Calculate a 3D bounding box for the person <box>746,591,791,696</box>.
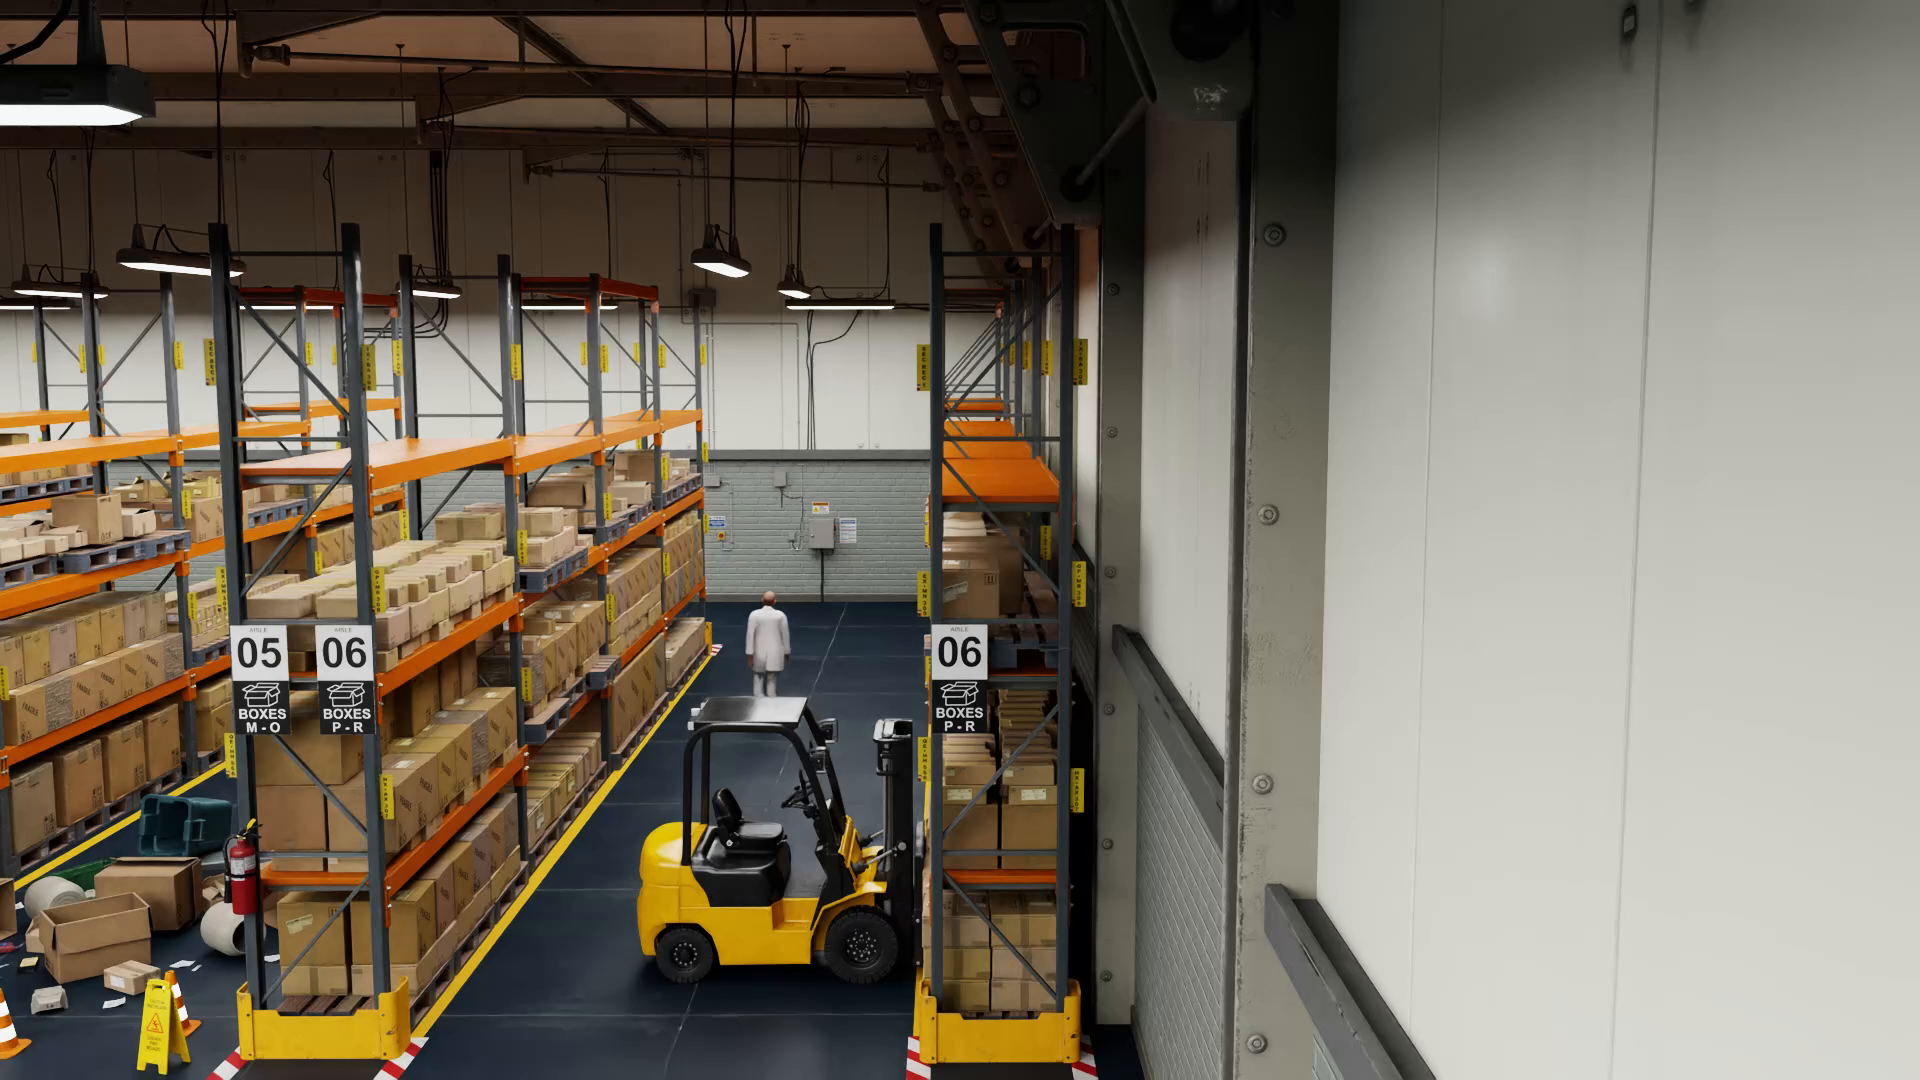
[{"bbox_3d":[-2.651,1.580,23.082,0.597,1.772,0.488,0,7,0],"label":"person"}]
